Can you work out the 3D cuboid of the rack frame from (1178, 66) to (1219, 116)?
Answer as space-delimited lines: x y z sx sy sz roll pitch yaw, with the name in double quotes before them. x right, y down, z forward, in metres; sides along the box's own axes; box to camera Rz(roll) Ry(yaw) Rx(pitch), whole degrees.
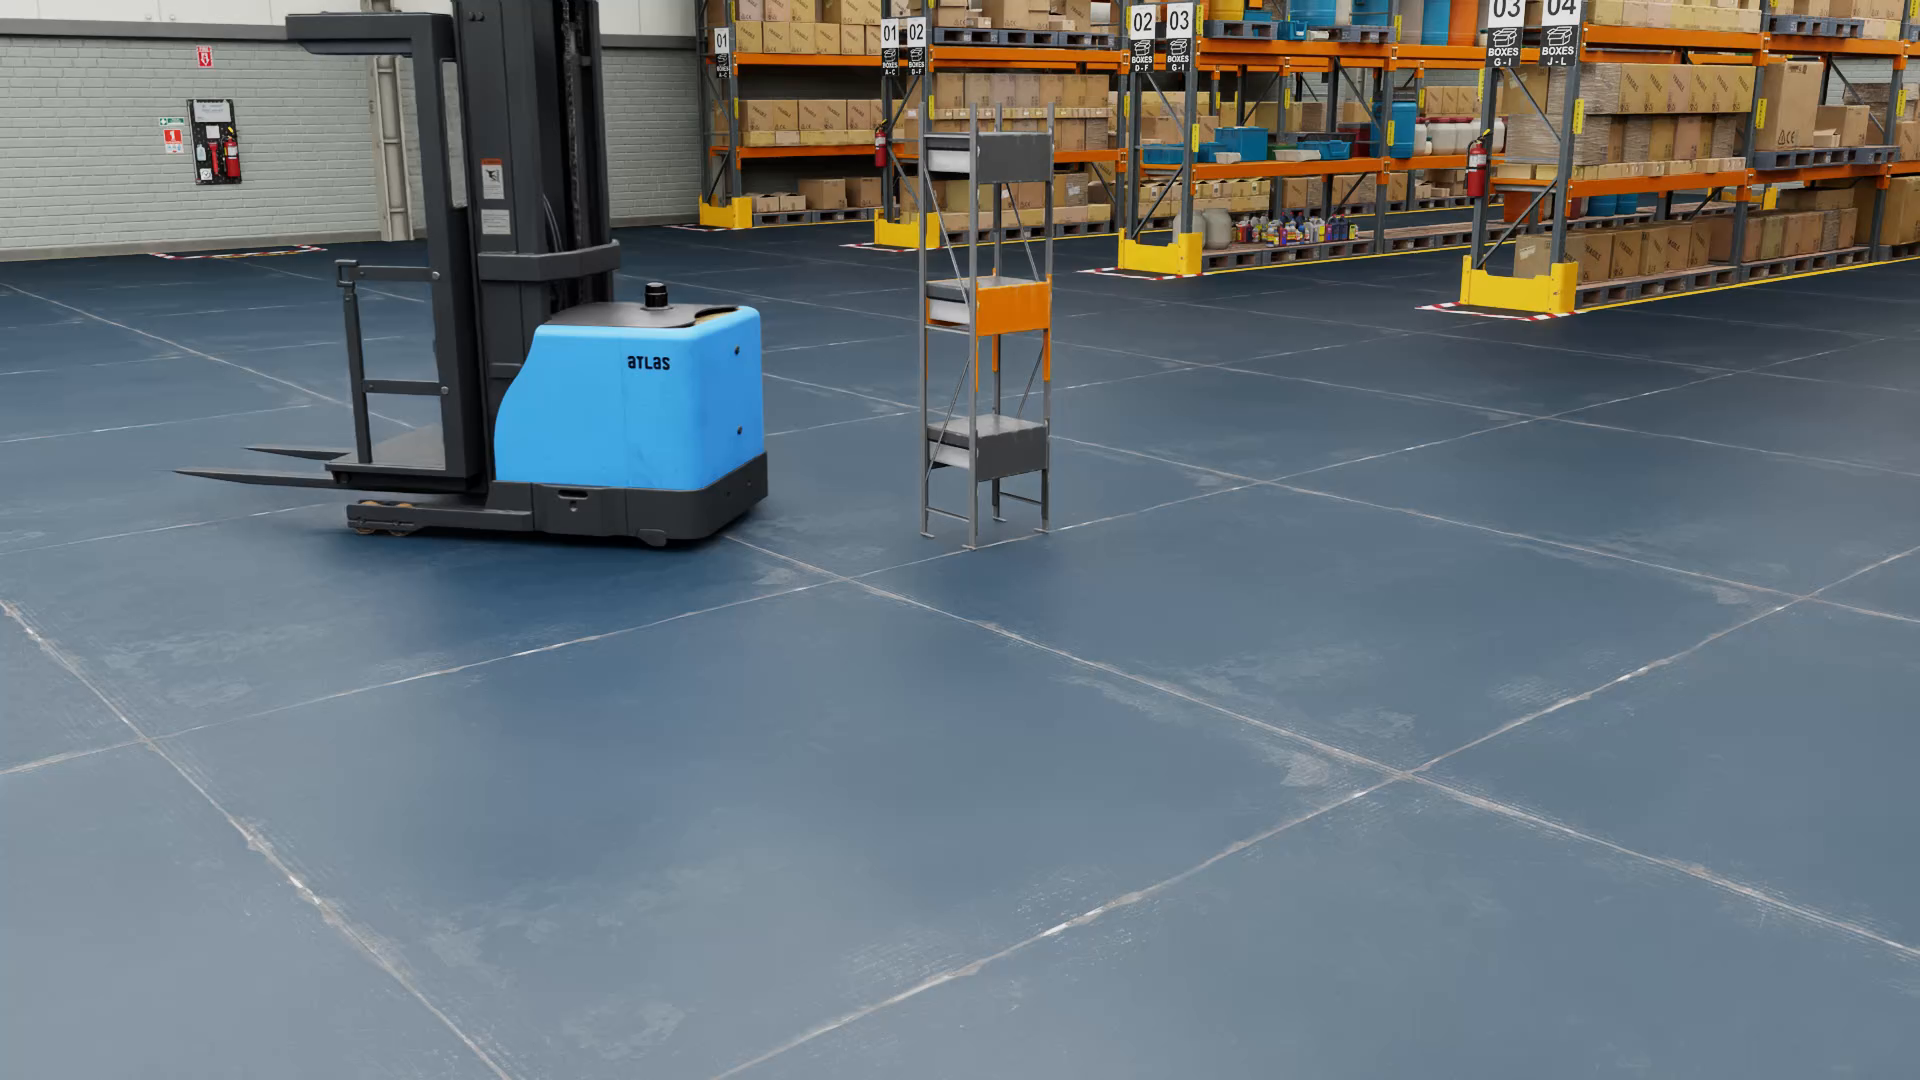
"rack frame" 5.032 -8.787 35.334 0.127 3.000 1.000 -13 19 -39

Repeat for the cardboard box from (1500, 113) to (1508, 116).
"cardboard box" 10.756 -8.332 33.436 0.500 0.500 0.500 -12 19 -39

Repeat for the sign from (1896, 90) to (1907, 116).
"sign" 12.132 -5.634 21.438 0.005 0.325 0.100 -13 19 -39

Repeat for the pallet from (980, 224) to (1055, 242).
"pallet" 0.703 -4.787 25.760 1.213 0.211 1.003 -13 19 -39

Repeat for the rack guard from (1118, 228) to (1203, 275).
"rack guard" 2.509 -3.640 20.908 0.348 0.500 1.175 -13 19 -39

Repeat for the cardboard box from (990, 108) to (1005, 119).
"cardboard box" 0.449 -6.352 24.767 0.250 0.149 0.380 -14 20 -41

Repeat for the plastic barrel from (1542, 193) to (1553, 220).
"plastic barrel" 9.243 -5.381 26.589 0.421 0.512 0.421 0 15 0

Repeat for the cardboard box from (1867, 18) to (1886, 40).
"cardboard box" 11.206 -6.378 20.794 0.500 0.250 0.500 -13 20 -40

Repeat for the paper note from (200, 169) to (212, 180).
"paper note" -10.655 -5.171 23.505 0.142 0.148 0.016 -13 19 -39

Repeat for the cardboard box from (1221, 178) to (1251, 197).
"cardboard box" 4.648 -6.065 28.571 0.500 0.311 0.500 -13 20 -40

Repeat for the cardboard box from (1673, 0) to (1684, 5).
"cardboard box" 7.444 -5.744 17.648 0.250 0.149 0.380 -14 20 -41

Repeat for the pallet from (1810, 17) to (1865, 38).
"pallet" 10.068 -6.157 20.041 1.003 0.211 1.213 -13 19 -39

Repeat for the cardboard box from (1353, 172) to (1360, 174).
"cardboard box" 7.367 -6.701 31.516 0.500 0.500 0.500 -12 19 -39

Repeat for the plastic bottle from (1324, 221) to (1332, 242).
"plastic bottle" 4.963 -4.170 22.460 0.133 0.283 0.061 -11 19 -36

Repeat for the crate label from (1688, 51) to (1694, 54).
"crate label" 12.094 -8.207 27.860 0.466 0.136 0.293 -13 19 -39

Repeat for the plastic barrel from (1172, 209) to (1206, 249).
"plastic barrel" 2.929 -3.953 21.243 0.421 0.512 0.421 0 15 0

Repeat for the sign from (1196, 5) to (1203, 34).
"sign" 2.841 -6.171 19.711 0.005 0.325 0.100 -13 19 -39

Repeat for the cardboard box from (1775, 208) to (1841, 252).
"cardboard box" 10.867 -4.008 21.432 0.700 0.500 0.500 14 20 42

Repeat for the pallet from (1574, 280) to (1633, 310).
"pallet" 6.427 -2.658 17.791 1.213 0.211 1.003 -13 19 -39

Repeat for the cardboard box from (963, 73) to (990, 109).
"cardboard box" 0.028 -6.641 24.593 0.500 0.500 0.700 -13 20 -41

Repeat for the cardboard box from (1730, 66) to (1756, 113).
"cardboard box" 8.593 -5.084 18.764 0.500 0.500 0.500 -13 19 -39

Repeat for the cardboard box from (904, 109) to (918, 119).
"cardboard box" -0.603 -6.254 24.400 0.250 0.149 0.380 -13 20 -40

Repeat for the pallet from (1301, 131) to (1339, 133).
"pallet" 6.733 -7.383 30.451 1.213 0.211 1.003 -13 19 -39

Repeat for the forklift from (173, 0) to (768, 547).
"forklift" -2.595 -1.561 8.415 3.031 2.935 1.130 3 15 12

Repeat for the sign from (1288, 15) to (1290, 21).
"sign" 5.627 -8.773 28.315 0.005 0.325 0.100 -13 19 -39

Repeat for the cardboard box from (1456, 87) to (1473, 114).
"cardboard box" 9.604 -8.554 32.331 0.500 0.500 0.500 -13 20 -41

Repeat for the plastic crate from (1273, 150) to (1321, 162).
"plastic crate" 4.442 -5.051 21.859 0.437 0.136 0.530 -13 19 -39

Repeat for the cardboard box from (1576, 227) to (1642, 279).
"cardboard box" 7.129 -3.169 18.333 0.500 0.500 0.500 -10 18 -34

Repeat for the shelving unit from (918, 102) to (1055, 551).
"shelving unit" 0.125 -1.042 8.084 0.503 2.100 0.431 -13 19 -39

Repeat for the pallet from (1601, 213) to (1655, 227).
"pallet" 10.926 -5.389 28.014 1.213 0.211 1.003 -13 19 -39

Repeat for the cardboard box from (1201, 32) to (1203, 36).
"cardboard box" 3.734 -8.360 27.398 0.500 0.250 0.500 14 20 42

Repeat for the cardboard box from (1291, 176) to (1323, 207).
"cardboard box" 6.191 -6.262 29.871 0.500 0.500 0.500 -14 20 -41

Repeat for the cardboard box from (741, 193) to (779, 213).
"cardboard box" -3.440 -5.767 28.387 0.500 0.311 0.500 13 20 41

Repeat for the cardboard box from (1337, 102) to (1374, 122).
"cardboard box" 7.305 -7.909 31.039 0.500 0.500 0.700 -9 17 -31

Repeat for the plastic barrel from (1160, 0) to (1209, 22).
"plastic barrel" 2.766 -6.792 20.407 0.708 0.830 0.600 -13 19 -39

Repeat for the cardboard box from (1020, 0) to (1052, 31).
"cardboard box" 0.926 -7.983 25.227 0.637 0.503 0.797 -10 18 -33

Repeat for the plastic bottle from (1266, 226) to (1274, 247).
"plastic bottle" 4.055 -3.966 21.721 0.097 0.271 0.097 0 15 0

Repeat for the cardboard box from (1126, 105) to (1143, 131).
"cardboard box" 3.325 -8.514 33.504 0.500 0.500 0.500 -13 20 -40

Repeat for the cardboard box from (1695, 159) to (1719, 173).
"cardboard box" 8.244 -4.189 18.605 0.250 0.149 0.380 -13 19 -39

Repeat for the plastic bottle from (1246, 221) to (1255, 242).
"plastic bottle" 3.893 -4.179 22.510 0.135 0.276 0.152 -13 20 -41

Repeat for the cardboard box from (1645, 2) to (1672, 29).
"cardboard box" 7.029 -5.441 17.285 0.500 0.250 0.500 -13 20 -40

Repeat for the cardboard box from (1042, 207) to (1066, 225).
"cardboard box" 1.294 -5.051 25.862 0.500 0.250 0.500 -13 19 -39

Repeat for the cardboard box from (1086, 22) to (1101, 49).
"cardboard box" 2.336 -9.911 32.684 0.700 0.500 0.500 14 21 43

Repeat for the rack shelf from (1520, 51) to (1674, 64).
"rack shelf" 10.027 -7.621 26.551 4.000 0.370 1.077 -13 19 -39

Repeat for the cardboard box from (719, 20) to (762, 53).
"cardboard box" -3.604 -8.269 27.351 0.500 0.500 0.500 -12 19 -38

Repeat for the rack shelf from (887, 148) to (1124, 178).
"rack shelf" 0.743 -5.782 25.477 4.000 0.370 1.077 -13 19 -39

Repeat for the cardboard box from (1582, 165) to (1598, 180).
"cardboard box" 6.307 -3.780 17.077 0.250 0.149 0.380 -13 19 -39

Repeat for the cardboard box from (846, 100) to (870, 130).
"cardboard box" -1.916 -7.422 29.023 0.500 0.500 0.500 -13 20 -41

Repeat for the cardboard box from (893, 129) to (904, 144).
"cardboard box" -1.161 -7.230 29.756 0.500 0.250 0.500 -13 19 -39

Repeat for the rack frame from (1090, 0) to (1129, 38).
"rack frame" 2.252 -9.366 25.878 0.127 3.000 1.000 -13 19 -39

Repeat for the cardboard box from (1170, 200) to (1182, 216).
"cardboard box" 3.494 -5.537 27.682 0.500 0.250 0.500 -13 20 -41

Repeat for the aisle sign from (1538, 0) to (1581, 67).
"aisle sign" 5.884 -5.048 16.300 0.004 0.787 0.394 -13 19 -39

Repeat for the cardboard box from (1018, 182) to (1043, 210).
"cardboard box" 0.918 -5.328 25.447 0.500 0.500 0.500 -13 19 -39

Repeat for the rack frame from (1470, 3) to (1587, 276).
"rack frame" 5.734 -3.861 16.893 0.127 3.000 1.000 -13 19 -39
